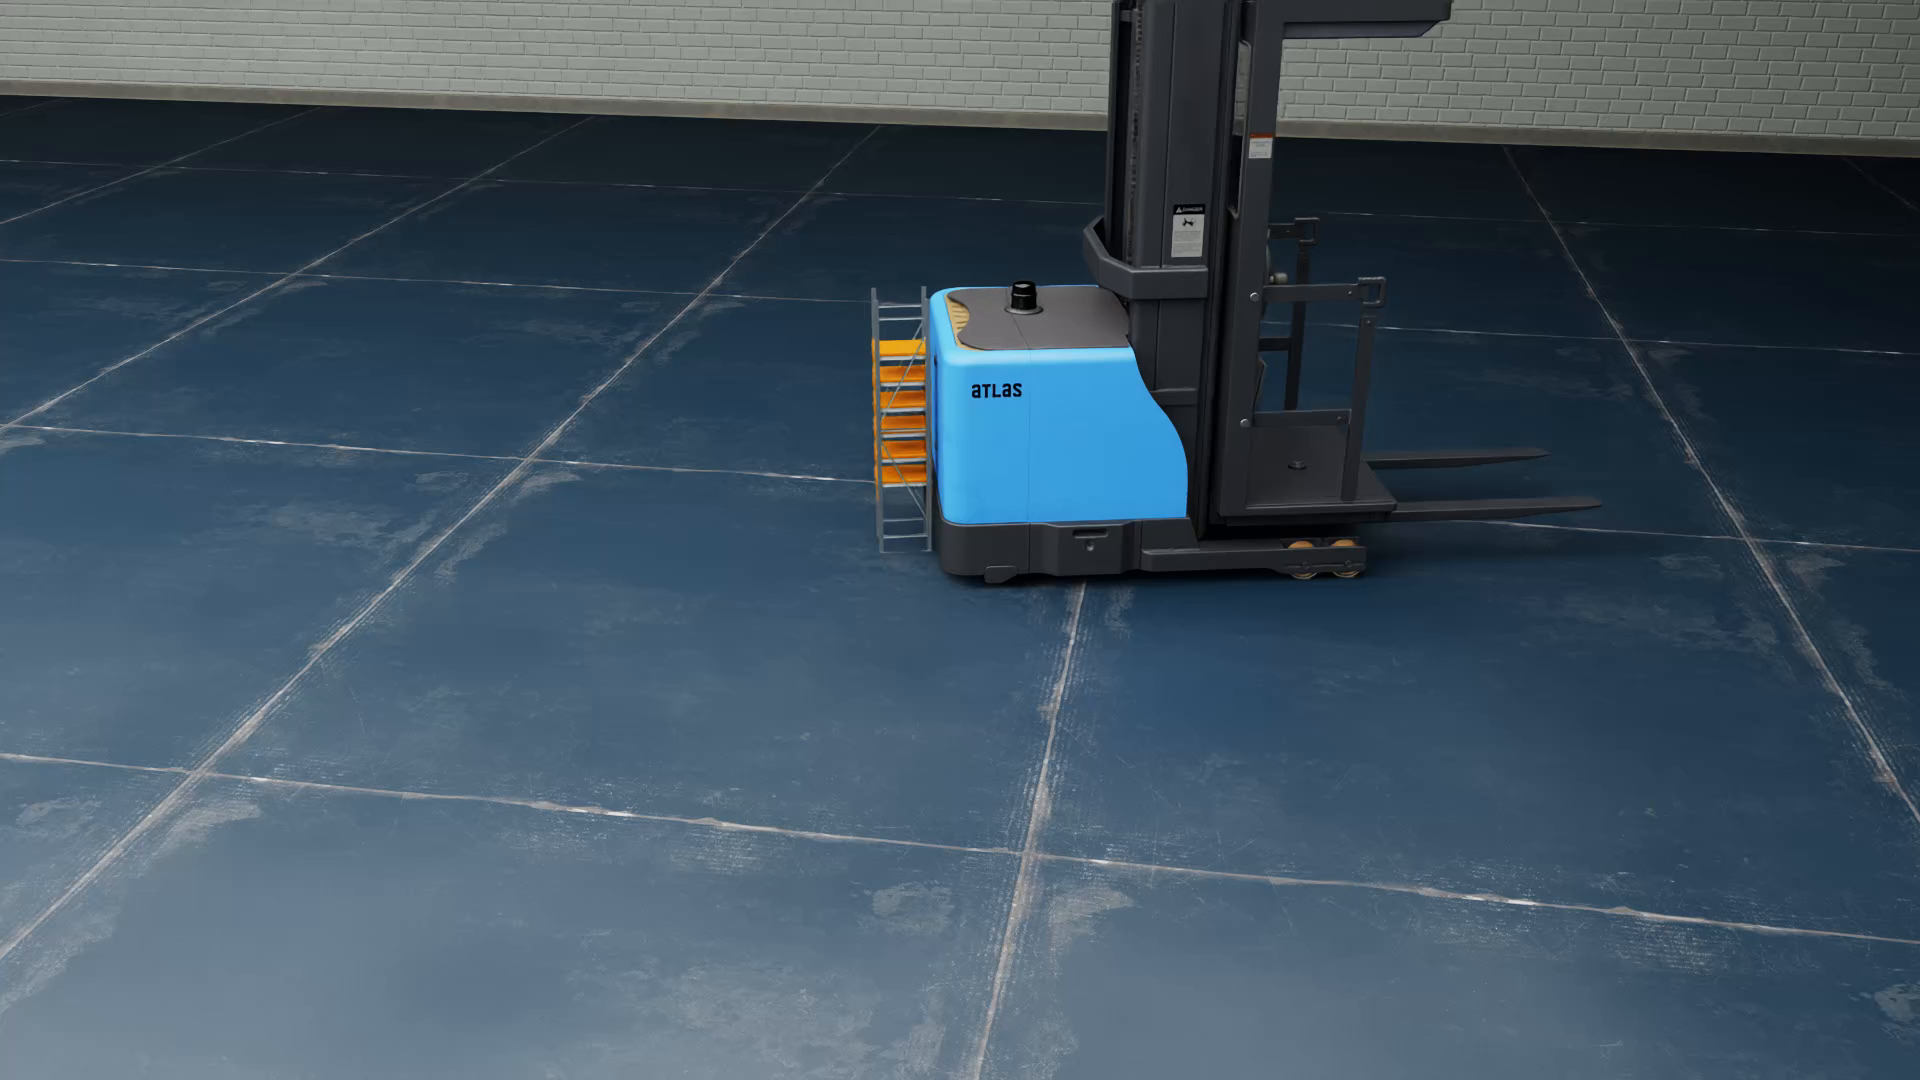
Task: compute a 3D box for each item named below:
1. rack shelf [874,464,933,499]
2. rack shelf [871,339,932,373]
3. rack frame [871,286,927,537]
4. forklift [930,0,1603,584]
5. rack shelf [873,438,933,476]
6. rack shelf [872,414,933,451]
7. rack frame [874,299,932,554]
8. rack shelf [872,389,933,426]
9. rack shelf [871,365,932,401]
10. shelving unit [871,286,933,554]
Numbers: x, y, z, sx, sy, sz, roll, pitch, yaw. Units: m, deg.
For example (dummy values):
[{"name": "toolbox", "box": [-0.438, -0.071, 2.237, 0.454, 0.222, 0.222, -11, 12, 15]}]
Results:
[{"name": "rack shelf", "box": [-0.259, -0.267, 7.575, 0.258, 0.103, 0.180, -3, 25, -5]}, {"name": "rack shelf", "box": [-0.259, -0.810, 7.321, 0.258, 0.103, 0.180, -3, 25, -5]}, {"name": "rack frame", "box": [-0.268, -0.563, 7.537, 0.240, 1.200, 0.006, -3, 25, -5]}, {"name": "forklift", "box": [1.393, -1.375, 7.231, 3.031, 2.935, 1.130, -2, 25, -4]}, {"name": "rack shelf", "box": [-0.259, -0.375, 7.524, 0.258, 0.103, 0.180, -3, 25, -5]}, {"name": "rack shelf", "box": [-0.259, -0.484, 7.474, 0.258, 0.103, 0.180, -3, 25, -5]}, {"name": "rack frame", "box": [-0.249, -0.486, 7.372, 0.240, 1.200, 0.006, -3, 25, -5]}, {"name": "rack shelf", "box": [-0.259, -0.593, 7.423, 0.258, 0.103, 0.180, -3, 25, -5]}, {"name": "rack shelf", "box": [-0.259, -0.701, 7.372, 0.258, 0.103, 0.180, -3, 25, -5]}, {"name": "shelving unit", "box": [-0.259, -0.524, 7.455, 0.258, 1.200, 0.189, -3, 25, -5]}]
